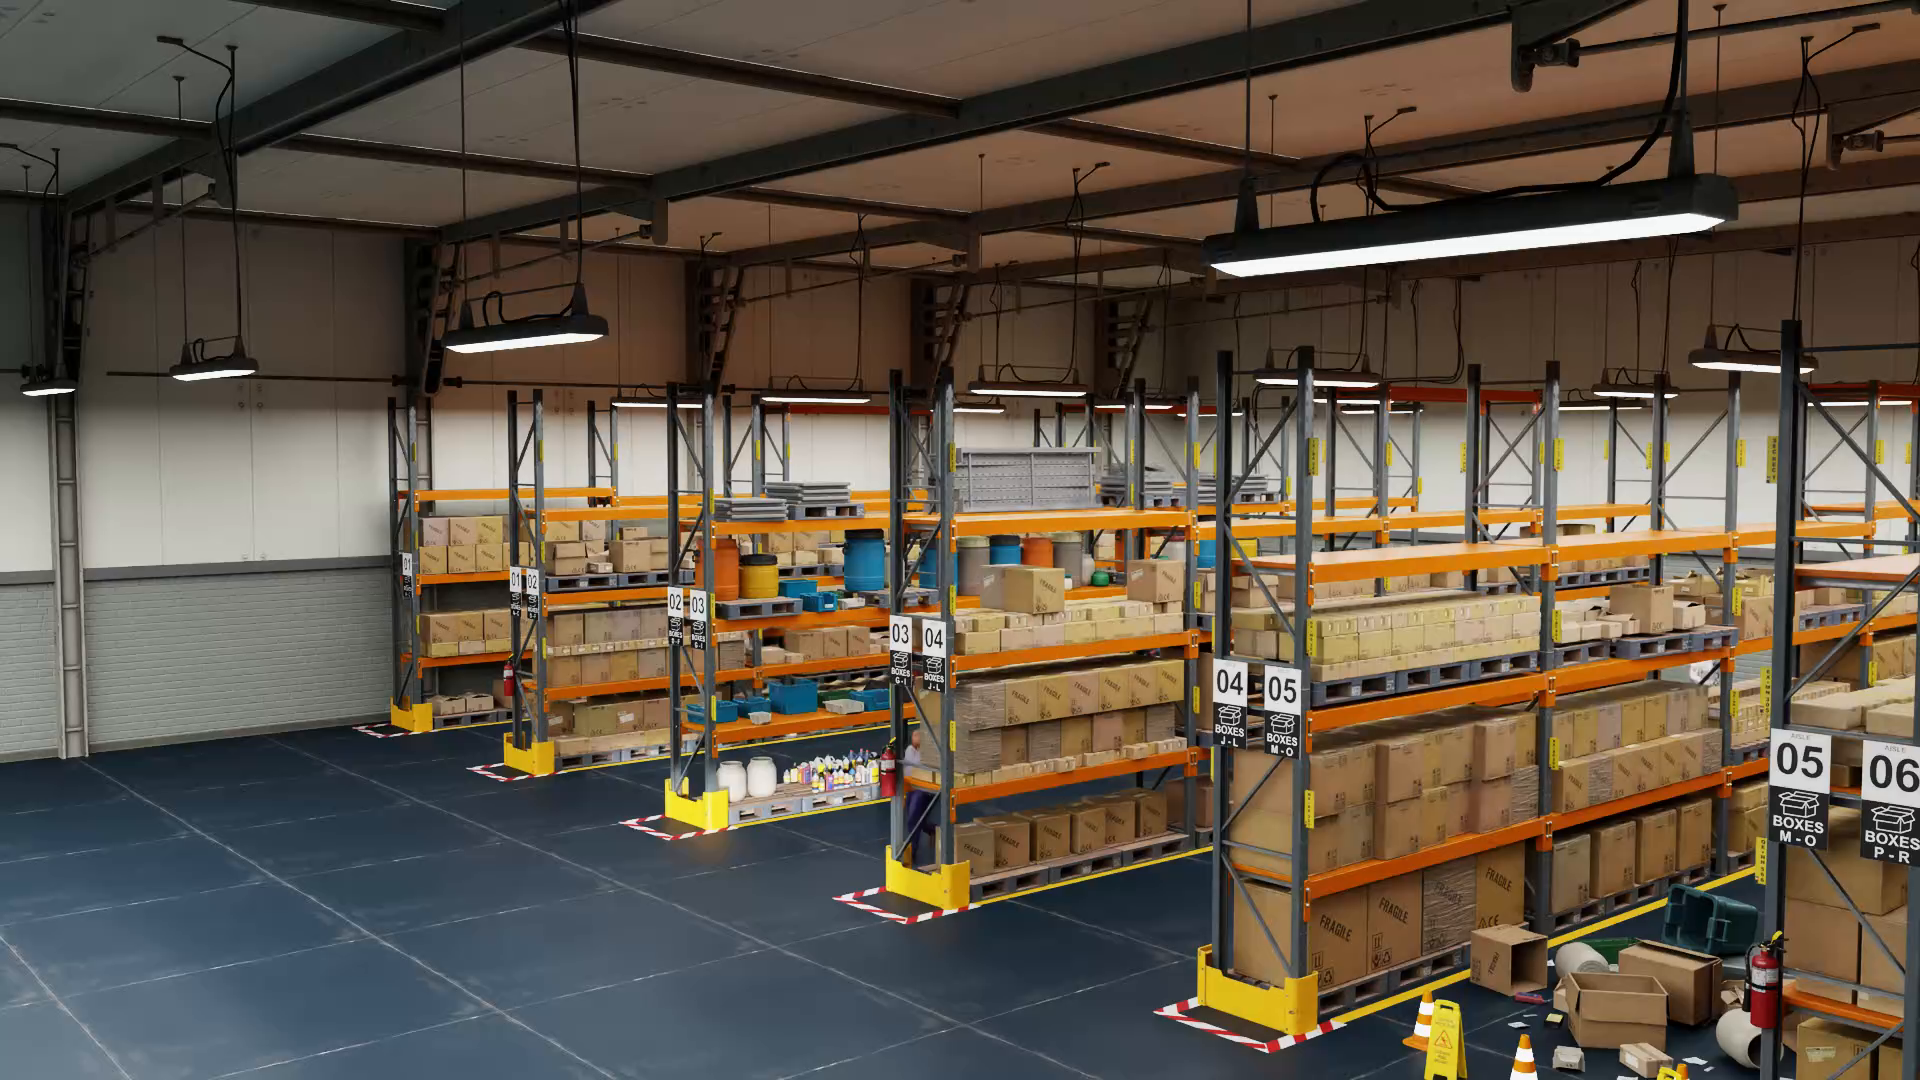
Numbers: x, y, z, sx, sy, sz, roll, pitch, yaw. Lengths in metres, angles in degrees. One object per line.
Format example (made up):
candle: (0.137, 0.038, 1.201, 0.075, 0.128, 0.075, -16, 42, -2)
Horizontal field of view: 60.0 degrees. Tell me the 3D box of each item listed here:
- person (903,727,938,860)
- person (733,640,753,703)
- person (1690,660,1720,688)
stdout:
person: (-0.488, 3.148, 20.751, 0.611, 1.645, 0.816, 3, 5, 43)
person: (-4.106, 2.461, 31.326, 0.781, 1.843, 0.628, -3, 5, -43)
person: (12.958, 2.641, 28.886, 0.614, 1.713, 0.862, -1, 3, -9)
